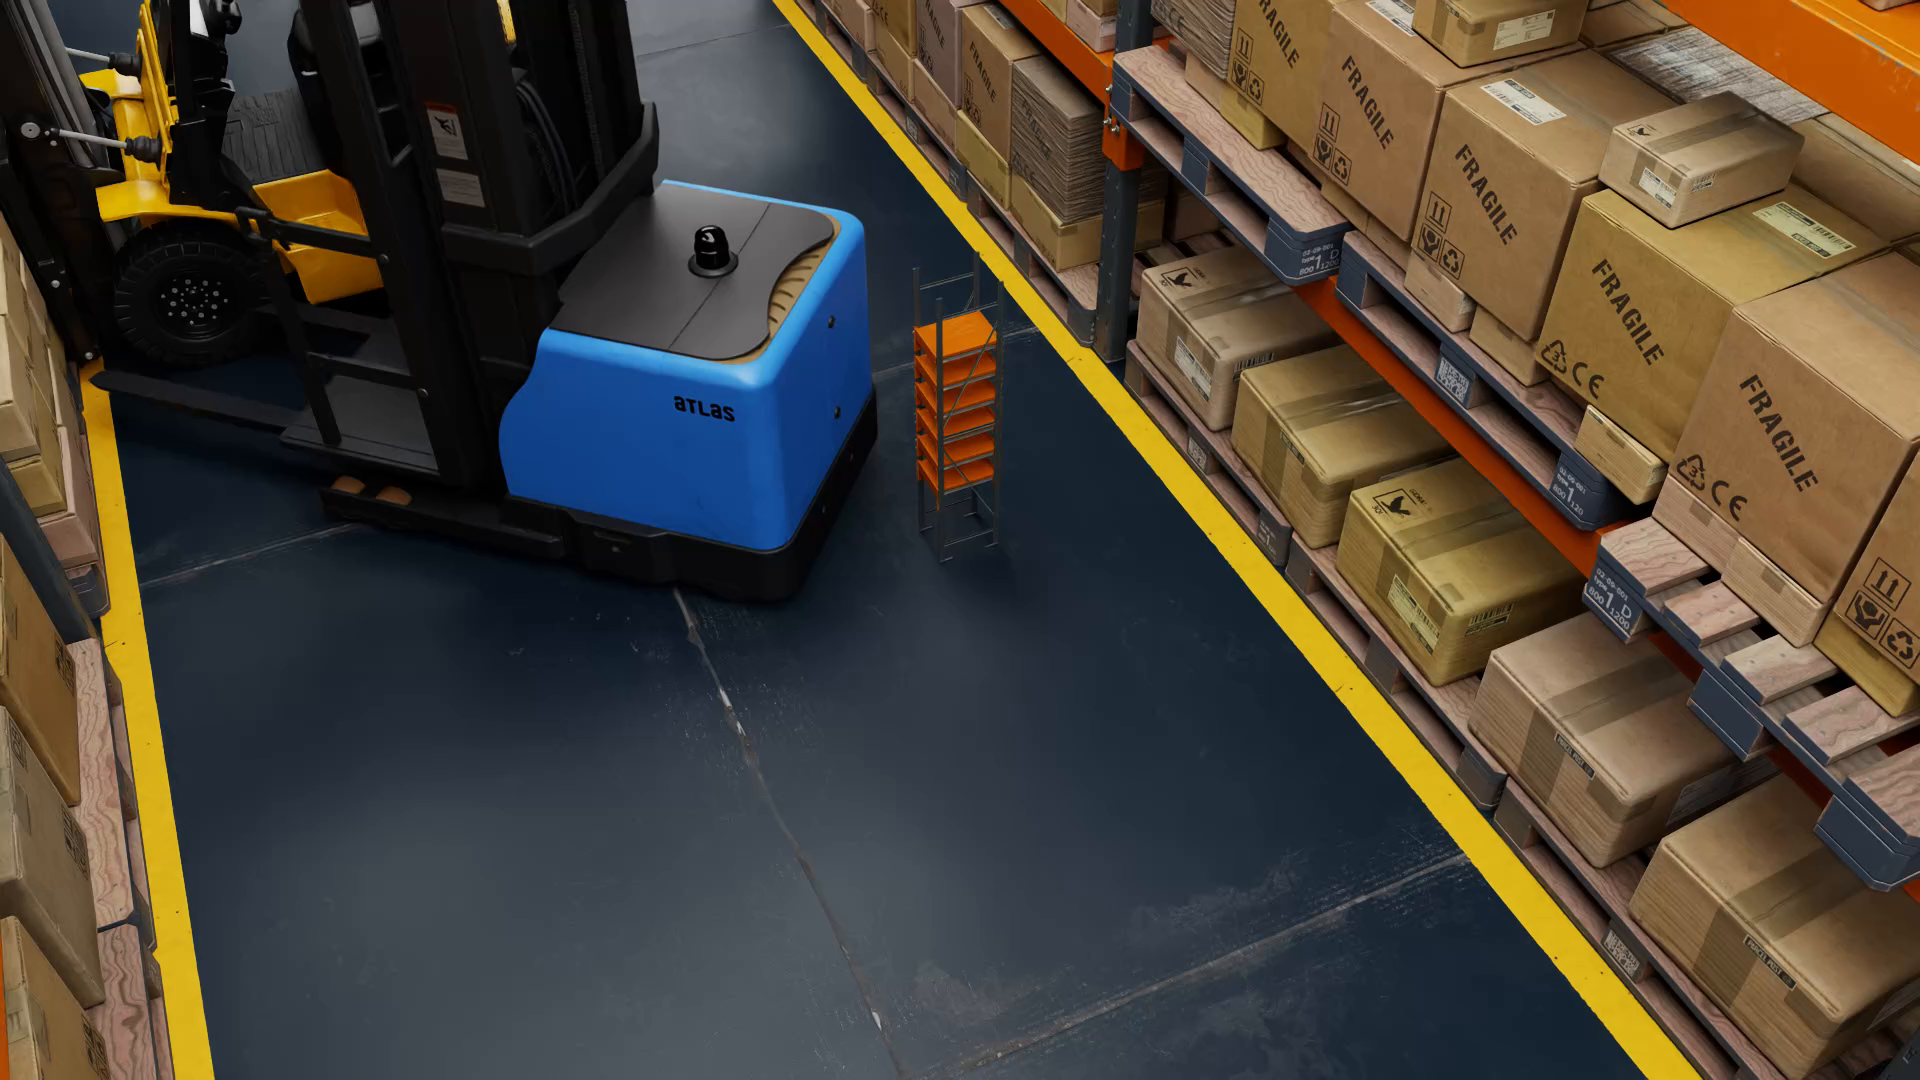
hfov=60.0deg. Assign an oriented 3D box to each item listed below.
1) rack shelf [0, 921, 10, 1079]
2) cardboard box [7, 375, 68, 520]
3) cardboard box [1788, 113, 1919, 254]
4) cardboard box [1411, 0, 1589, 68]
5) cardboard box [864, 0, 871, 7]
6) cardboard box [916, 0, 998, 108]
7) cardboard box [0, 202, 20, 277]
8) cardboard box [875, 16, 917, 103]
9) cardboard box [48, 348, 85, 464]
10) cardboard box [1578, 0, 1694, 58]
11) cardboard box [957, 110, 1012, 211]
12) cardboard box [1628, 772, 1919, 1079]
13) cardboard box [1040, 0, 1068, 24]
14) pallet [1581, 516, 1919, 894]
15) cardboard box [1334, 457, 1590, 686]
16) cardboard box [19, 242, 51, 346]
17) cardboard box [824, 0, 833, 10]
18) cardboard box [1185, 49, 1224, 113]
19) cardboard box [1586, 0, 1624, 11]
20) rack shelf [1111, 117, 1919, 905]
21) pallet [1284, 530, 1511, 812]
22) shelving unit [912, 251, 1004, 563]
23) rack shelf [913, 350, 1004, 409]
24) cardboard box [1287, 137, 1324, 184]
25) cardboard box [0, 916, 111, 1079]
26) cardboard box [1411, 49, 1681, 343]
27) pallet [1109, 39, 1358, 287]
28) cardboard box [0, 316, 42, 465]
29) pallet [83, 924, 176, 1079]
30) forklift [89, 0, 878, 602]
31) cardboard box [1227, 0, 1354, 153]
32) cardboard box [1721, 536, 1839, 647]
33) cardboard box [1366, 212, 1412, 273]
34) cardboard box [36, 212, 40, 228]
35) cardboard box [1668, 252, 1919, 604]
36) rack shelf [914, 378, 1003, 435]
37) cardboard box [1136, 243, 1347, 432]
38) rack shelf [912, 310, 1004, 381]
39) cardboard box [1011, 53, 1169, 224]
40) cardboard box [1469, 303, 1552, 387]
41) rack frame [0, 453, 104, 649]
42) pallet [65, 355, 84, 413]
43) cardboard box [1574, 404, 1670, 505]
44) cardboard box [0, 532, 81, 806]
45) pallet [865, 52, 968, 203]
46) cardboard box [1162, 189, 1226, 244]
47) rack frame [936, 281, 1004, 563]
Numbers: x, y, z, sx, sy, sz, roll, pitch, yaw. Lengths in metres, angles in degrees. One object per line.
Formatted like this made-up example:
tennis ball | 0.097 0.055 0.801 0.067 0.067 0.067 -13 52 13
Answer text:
rack shelf | -2.618 1.012 3.601 1.077 0.370 4.000 -18 47 -17
cardboard box | -3.382 -0.267 5.688 0.500 0.250 0.500 -18 47 -18
cardboard box | 2.291 -0.751 4.293 0.500 0.500 0.500 -17 47 -17
cardboard box | 1.470 -1.443 4.533 0.380 0.149 0.250 -16 47 -15
cardboard box | -0.316 -3.031 8.311 0.500 0.500 0.500 -20 48 -19
cardboard box | 0.120 -2.371 7.642 0.500 0.500 0.500 -16 47 -15
cardboard box | -3.803 -1.089 6.165 0.500 0.250 0.500 -17 47 -16
cardboard box | -0.102 -2.440 8.246 0.500 0.250 0.500 -15 47 -15
cardboard box | -3.589 -0.415 6.193 0.500 0.250 0.500 -19 48 -18
cardboard box | 1.867 -1.405 4.957 0.500 0.500 0.500 -17 47 -16
cardboard box | 0.318 -1.792 7.589 0.500 0.250 0.500 -19 48 -18
cardboard box | 2.497 0.985 4.688 0.950 0.372 0.625 -21 48 -20
cardboard box | 0.521 -2.169 6.492 0.380 0.149 0.250 -17 47 -17
pallet | 2.329 0.208 4.041 1.213 0.211 1.003 -18 47 -17
cardboard box | 1.866 0.032 5.654 0.950 0.372 0.625 -17 47 -16
cardboard box | -3.796 -0.911 6.340 0.500 0.250 0.500 -18 48 -18
cardboard box | -0.550 -3.111 8.926 0.500 0.250 0.500 -18 48 -18
cardboard box | 0.989 -1.602 5.617 0.380 0.149 0.250 -17 47 -17
cardboard box | 1.881 -1.678 4.771 0.380 0.149 0.250 -20 48 -19
rack shelf | 1.884 -0.457 5.089 1.077 0.370 4.000 -18 47 -17
pallet | 1.889 0.280 5.816 1.003 0.211 1.213 -18 47 -17
shelving unit | -0.006 -0.436 5.838 0.258 1.200 0.189 -18 47 -17
rack shelf | -0.006 -0.576 5.701 0.258 0.103 0.180 -18 47 -17
cardboard box | 1.275 -1.282 5.293 0.380 0.149 0.250 -15 47 -15
cardboard box | -2.592 1.481 4.005 0.875 0.625 0.625 -20 48 -19
cardboard box | 1.613 -0.932 4.477 0.500 0.500 0.500 -20 48 -19
pallet | 1.233 -1.389 5.658 1.003 0.211 1.213 -18 47 -17
cardboard box | -3.377 -0.446 5.514 0.500 0.250 0.500 -19 48 -18
pallet | -2.597 1.710 4.366 1.003 0.211 1.213 -18 47 -17
forklift | -1.900 -1.423 5.605 3.031 2.935 1.130 12 46 12
cardboard box | 1.191 -1.576 5.129 0.500 0.500 0.500 -18 47 -17
cardboard box | 2.049 0.066 3.928 0.380 0.149 0.250 -18 48 -18
cardboard box | 1.447 -0.948 4.954 0.380 0.149 0.250 -18 47 -17
cardboard box | -4.015 -1.067 6.854 0.500 0.250 0.500 -17 47 -16
cardboard box | 2.055 -0.263 3.799 0.500 0.500 0.500 -19 48 -18
rack shelf | -0.006 -0.490 5.785 0.258 0.103 0.180 -18 47 -17
cardboard box | 1.266 -0.868 6.566 0.950 0.372 0.625 -17 47 -17
rack shelf | -0.006 -0.661 5.616 0.258 0.103 0.180 -18 47 -17
cardboard box | 0.551 -1.723 6.985 0.500 0.500 0.500 -19 48 -18
cardboard box | 1.651 -0.602 4.604 0.380 0.149 0.250 -19 48 -19
rack frame | -3.459 -0.519 4.640 1.000 3.000 0.127 -18 47 -17
pallet | -4.272 -0.824 6.935 1.003 0.211 1.213 -18 47 -17
cardboard box | 1.822 -0.268 4.266 0.380 0.149 0.250 -17 47 -17
cardboard box | -3.229 0.506 4.993 0.875 0.625 0.625 -16 47 -16
pallet | 0.212 -2.191 8.320 1.003 0.211 1.213 -18 47 -17
cardboard box | 1.040 -1.614 7.408 0.500 0.250 0.500 -20 48 -19
rack frame | 0.032 -0.378 5.779 0.240 1.200 0.006 -18 47 -17
